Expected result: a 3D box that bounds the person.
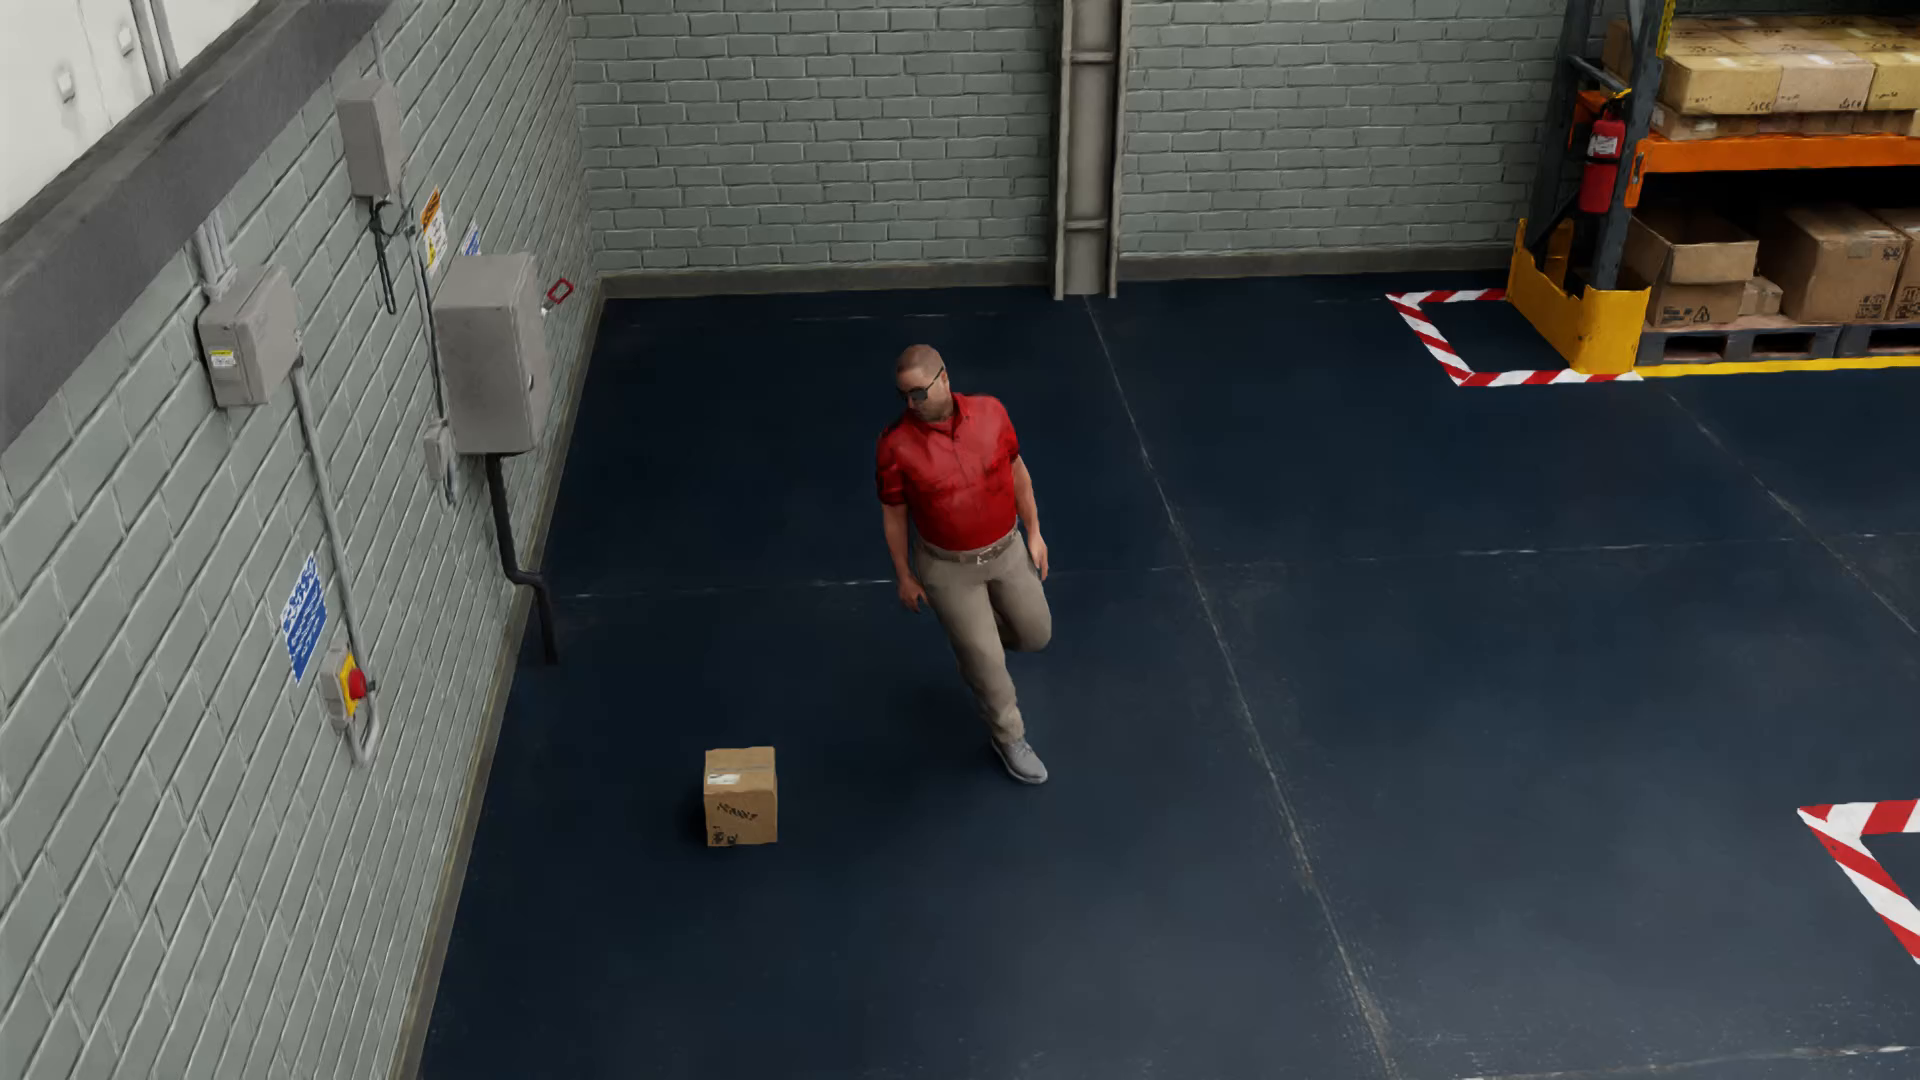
[{"bbox_3d":[0.033,0.073,6.078,0.614,1.668,0.738,-15,34,-23],"label":"person"}]
